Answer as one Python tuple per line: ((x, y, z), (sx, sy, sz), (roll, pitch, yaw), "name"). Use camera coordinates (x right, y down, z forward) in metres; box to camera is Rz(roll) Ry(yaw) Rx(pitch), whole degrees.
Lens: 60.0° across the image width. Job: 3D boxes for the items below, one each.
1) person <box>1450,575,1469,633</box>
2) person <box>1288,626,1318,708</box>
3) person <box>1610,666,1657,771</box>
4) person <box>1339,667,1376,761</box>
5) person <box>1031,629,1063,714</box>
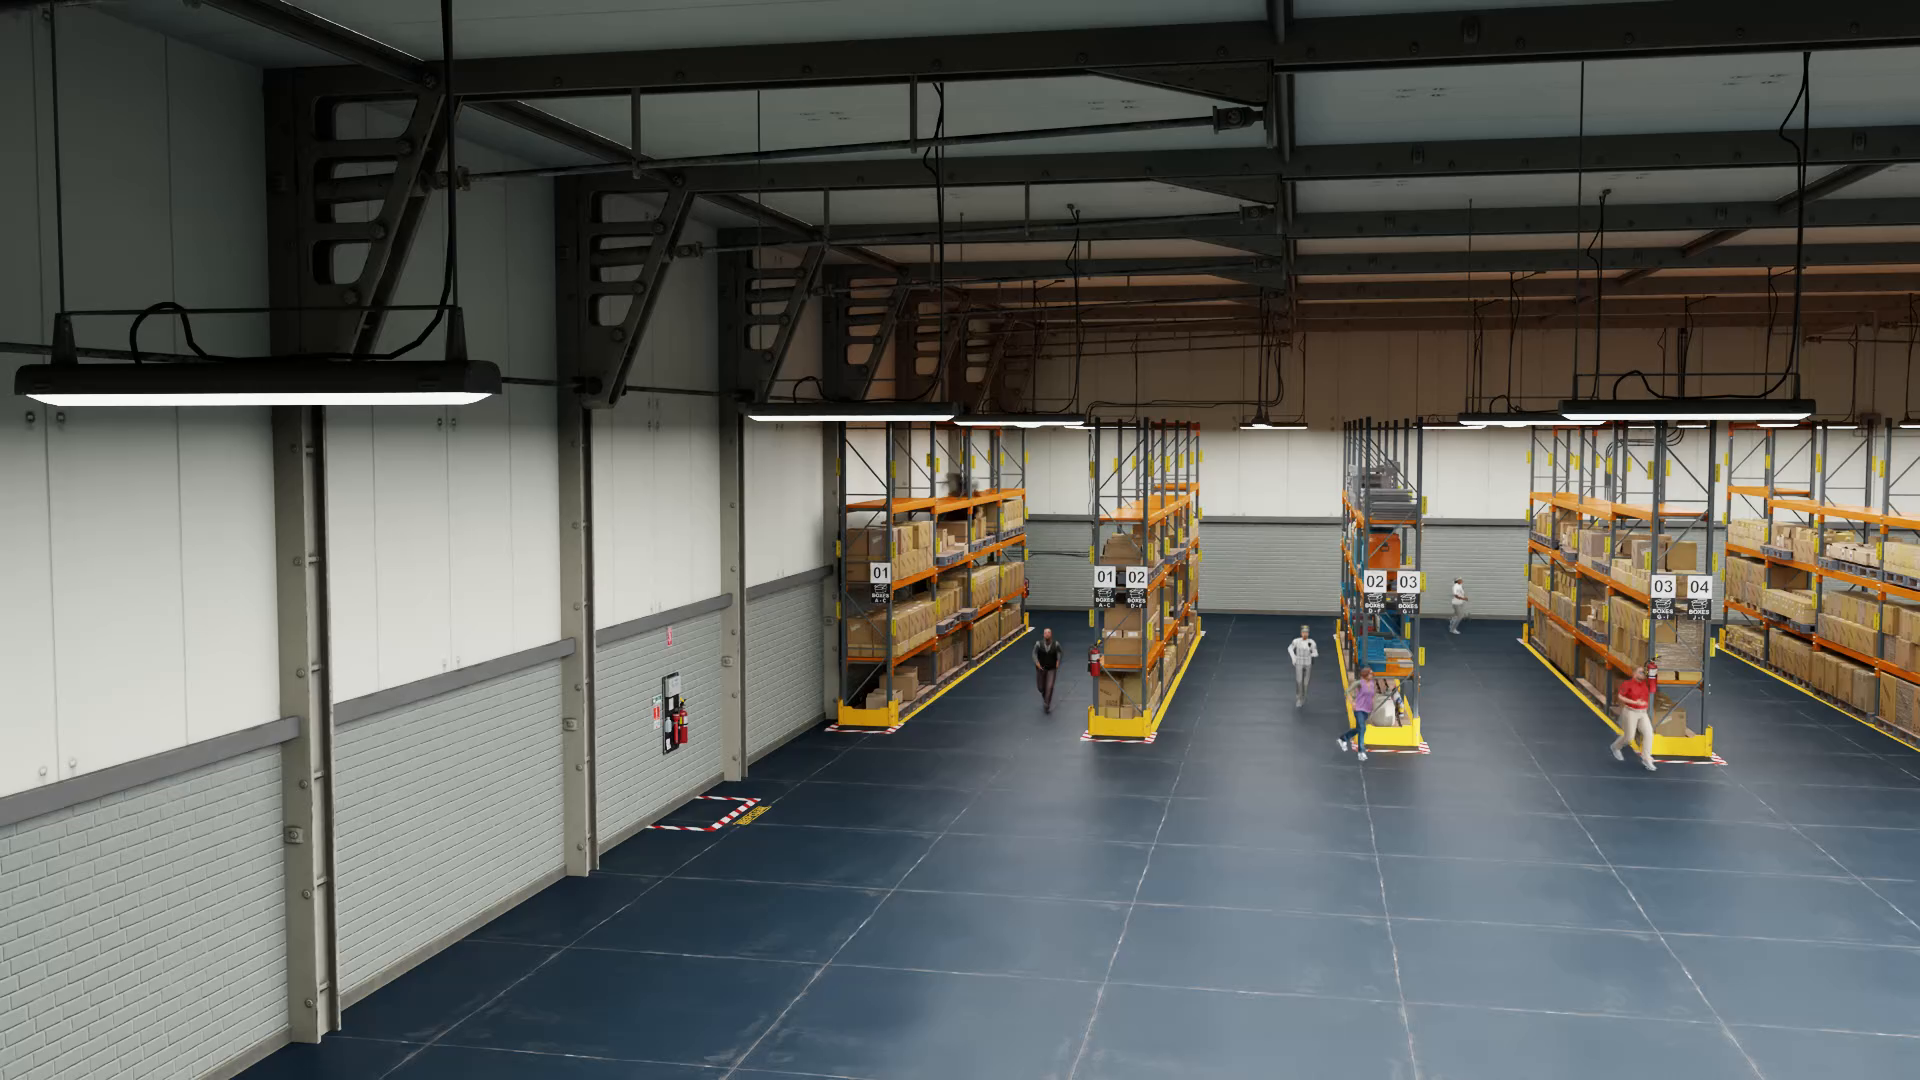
((14.219, 1.822, 47.313), (0.537, 1.666, 0.624), (2, 4, 25), "person")
((7.164, 2.639, 34.672), (0.588, 1.732, 0.715), (0, 4, 4), "person")
((11.571, 3.022, 28.533), (0.694, 1.748, 0.943), (-1, 4, -19), "person")
((7.089, 3.045, 29.400), (0.574, 1.574, 0.823), (-2, 4, -32), "person")
((1.792, 2.679, 34.245), (0.642, 1.711, 1.004), (1, 4, 10), "person")
